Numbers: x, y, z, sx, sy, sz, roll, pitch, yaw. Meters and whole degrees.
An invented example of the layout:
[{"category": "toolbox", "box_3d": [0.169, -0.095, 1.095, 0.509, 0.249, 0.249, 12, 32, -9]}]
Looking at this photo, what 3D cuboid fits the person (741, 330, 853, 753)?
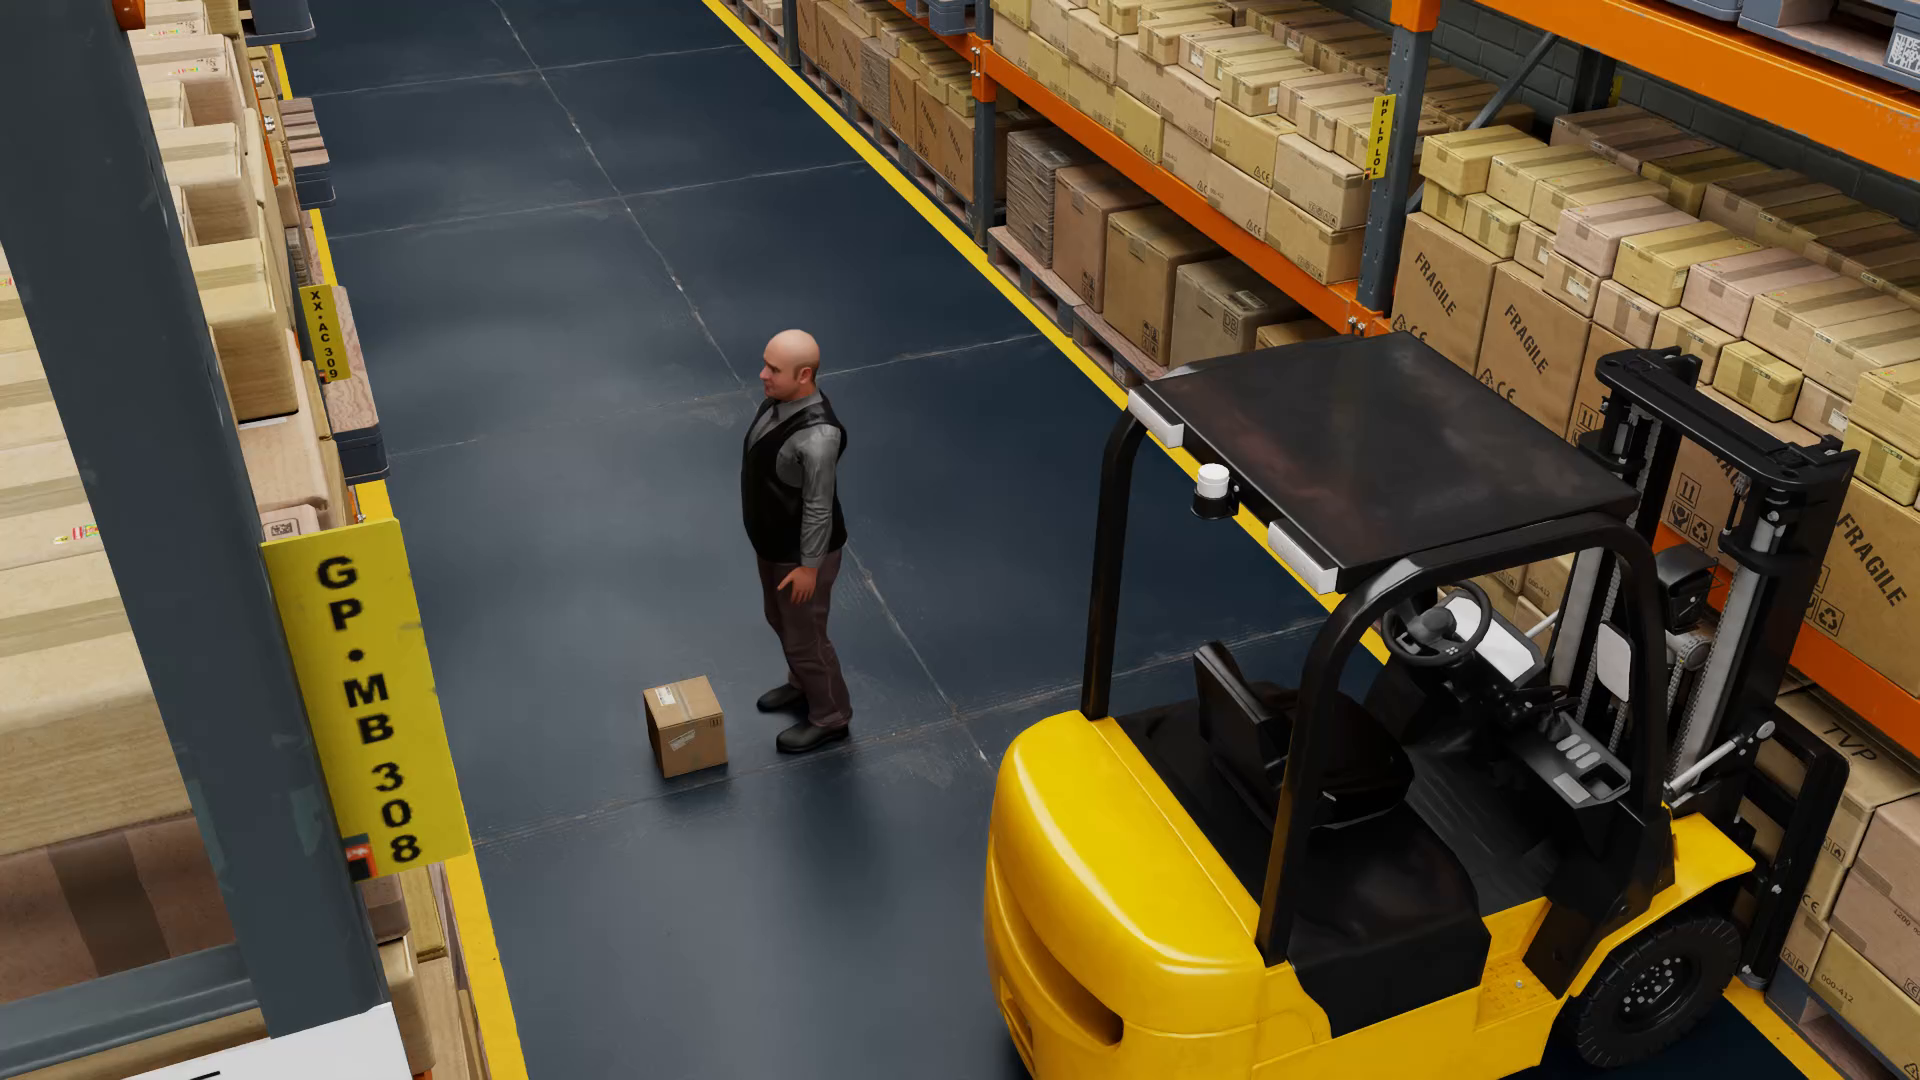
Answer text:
[{"category": "person", "box_3d": [-0.607, 0.018, 6.149, 0.358, 1.725, 0.531, -12, 35, -18]}]
